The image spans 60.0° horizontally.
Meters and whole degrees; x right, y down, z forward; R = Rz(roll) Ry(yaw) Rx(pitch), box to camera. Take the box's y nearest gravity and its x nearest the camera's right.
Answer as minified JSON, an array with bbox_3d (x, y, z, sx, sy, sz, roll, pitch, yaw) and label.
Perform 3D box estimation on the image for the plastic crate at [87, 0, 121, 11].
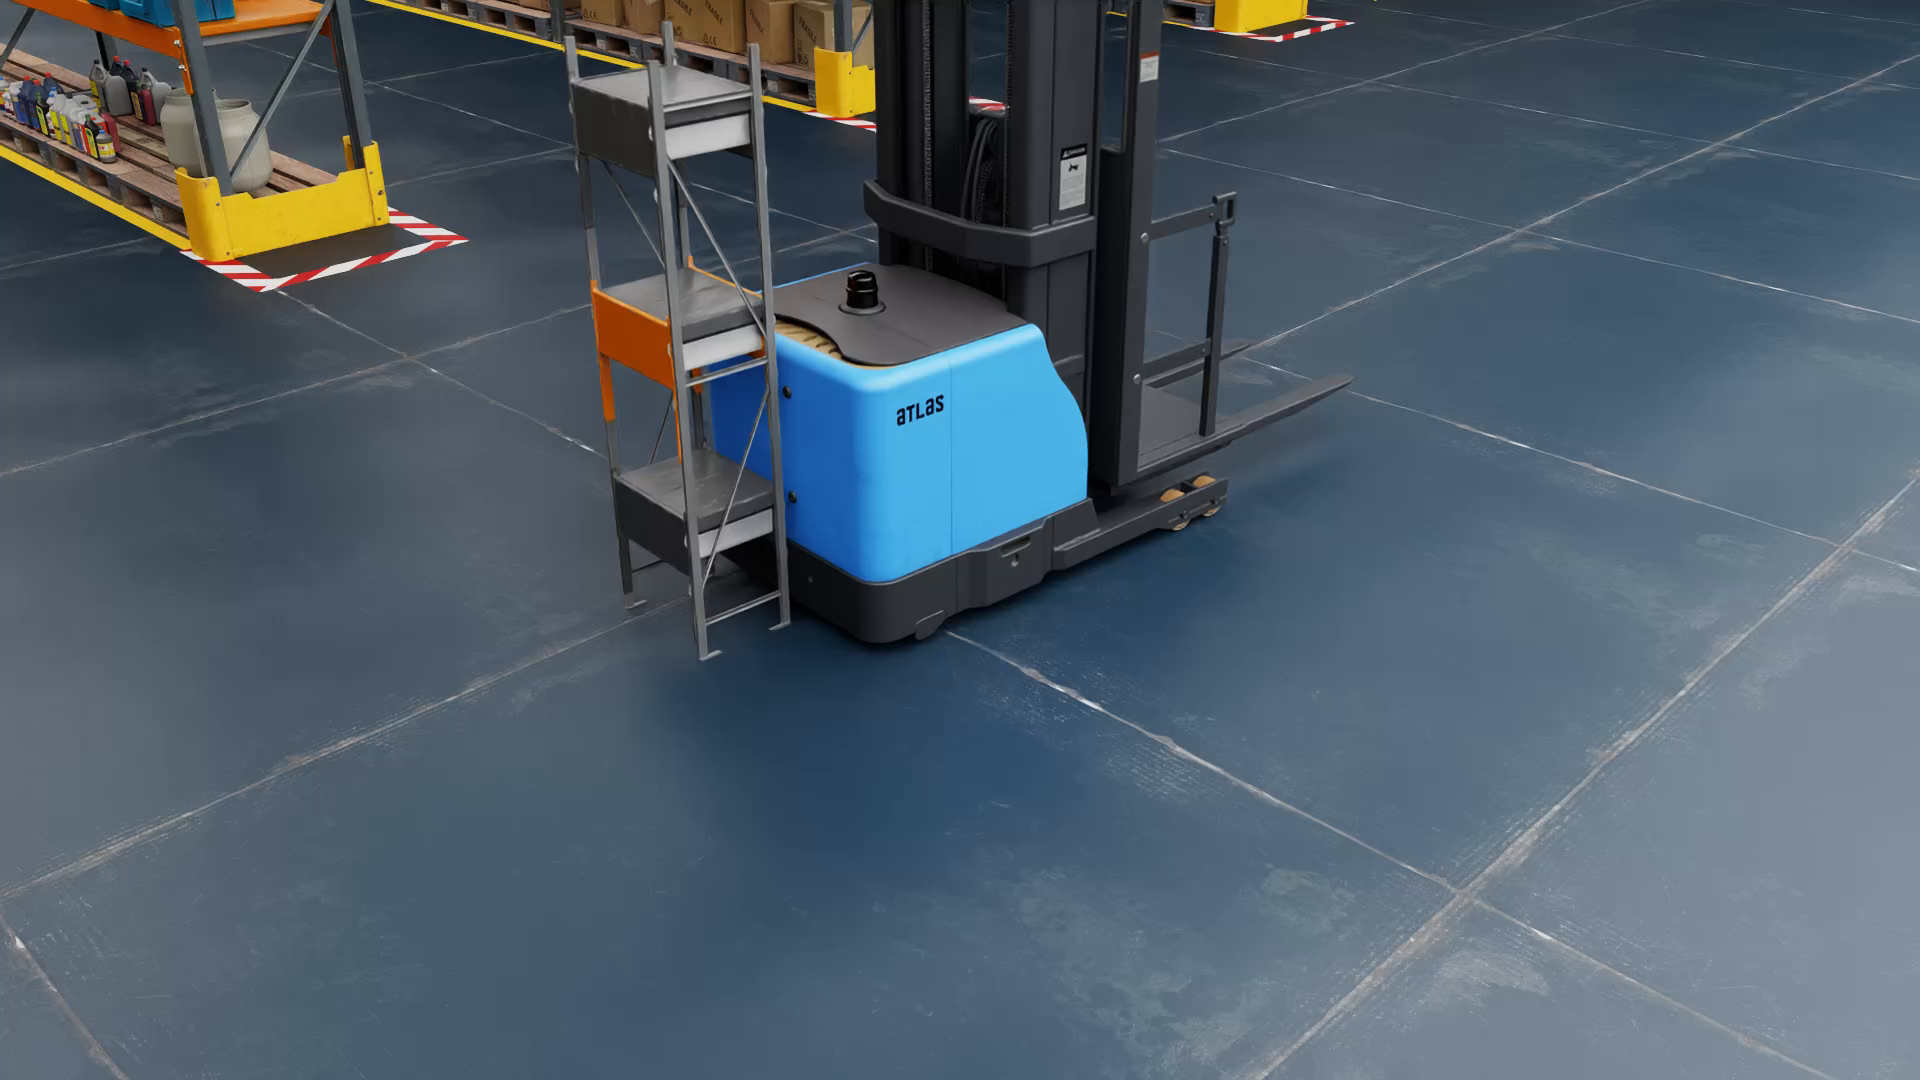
[{"bbox_3d":[-5.082,-3.420,10.191,0.408,0.251,0.499,25,36,38],"label":"plastic crate"}]

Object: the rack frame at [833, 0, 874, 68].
[{"bbox_3d":[-0.583,-4.852,12.754,0.127,3.000,1.000,25,36,38],"label":"rack frame"}]

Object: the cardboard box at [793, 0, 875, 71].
[{"bbox_3d":[-1.017,-4.141,13.636,0.500,0.500,0.500,-18,33,-30],"label":"cardboard box"}]

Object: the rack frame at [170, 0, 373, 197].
[{"bbox_3d":[-4.056,-3.208,9.628,0.127,3.000,1.000,25,36,38],"label":"rack frame"}]

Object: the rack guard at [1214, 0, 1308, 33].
[{"bbox_3d":[2.983,-5.351,16.389,0.348,0.500,1.175,25,36,38],"label":"rack guard"}]

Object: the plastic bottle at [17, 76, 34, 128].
[{"bbox_3d":[-6.624,-3.135,11.862,0.144,0.351,0.185,-24,36,-38],"label":"plastic bottle"}]

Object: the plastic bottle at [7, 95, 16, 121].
[{"bbox_3d":[-6.843,-3.154,12.059,0.097,0.201,0.097,0,28,0],"label":"plastic bottle"}]

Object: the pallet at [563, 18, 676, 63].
[{"bbox_3d":[-2.932,-4.715,15.491,1.213,0.211,1.003,25,36,38],"label":"pallet"}]

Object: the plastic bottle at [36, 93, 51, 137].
[{"bbox_3d":[-6.400,-2.975,11.632,0.061,0.283,0.133,-23,36,-37],"label":"plastic bottle"}]

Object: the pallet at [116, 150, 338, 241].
[{"bbox_3d":[-4.719,-2.250,10.802,1.213,0.211,1.003,25,36,38],"label":"pallet"}]

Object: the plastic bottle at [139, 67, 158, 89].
[{"bbox_3d":[-5.880,-3.253,12.087,0.185,0.351,0.144,24,36,38],"label":"plastic bottle"}]

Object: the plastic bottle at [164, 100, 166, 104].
[{"bbox_3d":[-5.663,-3.103,11.963,0.097,0.201,0.097,0,28,0],"label":"plastic bottle"}]

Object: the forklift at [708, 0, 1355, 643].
[{"bbox_3d":[0.482,-1.499,6.451,3.031,2.935,1.130,-23,35,-36],"label":"forklift"}]

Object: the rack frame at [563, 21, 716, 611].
[{"bbox_3d":[-1.106,-0.727,5.876,0.400,2.100,0.015,-23,35,-36],"label":"rack frame"}]

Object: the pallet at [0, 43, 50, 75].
[{"bbox_3d":[-8.370,-3.921,13.979,1.213,0.211,1.003,25,36,38],"label":"pallet"}]

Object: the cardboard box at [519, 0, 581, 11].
[{"bbox_3d":[-3.859,-5.453,16.110,0.500,0.500,0.700,21,34,35],"label":"cardboard box"}]

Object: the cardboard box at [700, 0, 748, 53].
[{"bbox_3d":[-1.900,-4.535,14.386,0.500,0.500,0.500,-21,34,-35],"label":"cardboard box"}]

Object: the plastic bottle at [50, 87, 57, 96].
[{"bbox_3d":[-6.436,-3.092,11.867,0.097,0.271,0.097,0,28,0],"label":"plastic bottle"}]

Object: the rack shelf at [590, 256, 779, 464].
[{"bbox_3d":[-0.943,-0.630,5.721,0.431,0.518,0.480,-23,35,-36],"label":"rack shelf"}]

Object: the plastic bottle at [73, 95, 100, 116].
[{"bbox_3d":[-6.100,-2.959,11.607,0.135,0.276,0.152,25,36,38],"label":"plastic bottle"}]

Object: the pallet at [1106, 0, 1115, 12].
[{"bbox_3d":[1.475,-5.864,17.675,1.213,0.211,1.003,25,36,38],"label":"pallet"}]

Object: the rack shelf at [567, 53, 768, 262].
[{"bbox_3d":[-0.943,-1.250,5.396,0.431,0.518,0.480,-23,35,-36],"label":"rack shelf"}]

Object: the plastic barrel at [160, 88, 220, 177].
[{"bbox_3d":[-4.936,-2.646,10.781,0.421,0.512,0.421,0,28,0],"label":"plastic barrel"}]

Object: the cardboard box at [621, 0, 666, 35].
[{"bbox_3d":[-2.765,-4.908,15.096,0.500,0.500,0.500,-13,31,-24],"label":"cardboard box"}]

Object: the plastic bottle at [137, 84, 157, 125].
[{"bbox_3d":[-5.841,-3.133,11.932,0.133,0.283,0.061,25,36,38],"label":"plastic bottle"}]

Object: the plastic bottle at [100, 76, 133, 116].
[{"bbox_3d":[-6.196,-3.268,12.196,0.135,0.276,0.152,25,36,38],"label":"plastic bottle"}]

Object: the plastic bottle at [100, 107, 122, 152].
[{"bbox_3d":[-5.759,-2.781,11.262,0.133,0.283,0.061,25,36,38],"label":"plastic bottle"}]

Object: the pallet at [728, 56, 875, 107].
[{"bbox_3d":[-1.192,-3.919,13.977,1.213,0.211,1.003,25,36,38],"label":"pallet"}]

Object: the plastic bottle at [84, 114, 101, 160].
[{"bbox_3d":[-5.769,-2.687,11.082,0.061,0.283,0.133,-24,36,-38],"label":"plastic bottle"}]

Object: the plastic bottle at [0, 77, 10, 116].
[{"bbox_3d":[-6.988,-3.251,12.169,0.097,0.271,0.097,0,28,0],"label":"plastic bottle"}]

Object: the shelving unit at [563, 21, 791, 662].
[{"bbox_3d":[-0.943,-0.642,5.715,0.431,2.100,0.503,-23,35,-36],"label":"shelving unit"}]

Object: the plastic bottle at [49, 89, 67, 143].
[{"bbox_3d":[-6.186,-2.934,11.481,0.185,0.351,0.144,24,36,38],"label":"plastic bottle"}]

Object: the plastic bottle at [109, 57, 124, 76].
[{"bbox_3d":[-6.247,-3.421,12.407,0.185,0.351,0.144,23,36,37],"label":"plastic bottle"}]

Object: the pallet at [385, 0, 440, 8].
[{"bbox_3d":[-5.732,-5.973,17.882,1.213,0.211,1.003,25,36,38],"label":"pallet"}]

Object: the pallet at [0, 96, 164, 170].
[{"bbox_3d":[-6.459,-3.046,12.316,1.213,0.211,1.003,25,36,38],"label":"pallet"}]

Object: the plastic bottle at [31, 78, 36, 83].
[{"bbox_3d":[-6.664,-3.196,12.050,0.133,0.283,0.061,25,36,38],"label":"plastic bottle"}]

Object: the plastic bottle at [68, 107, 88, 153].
[{"bbox_3d":[-5.932,-2.788,11.283,0.135,0.276,0.152,23,36,37],"label":"plastic bottle"}]

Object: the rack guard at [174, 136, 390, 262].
[{"bbox_3d":[-4.143,-2.111,10.228,0.348,0.500,1.175,25,36,38],"label":"rack guard"}]
